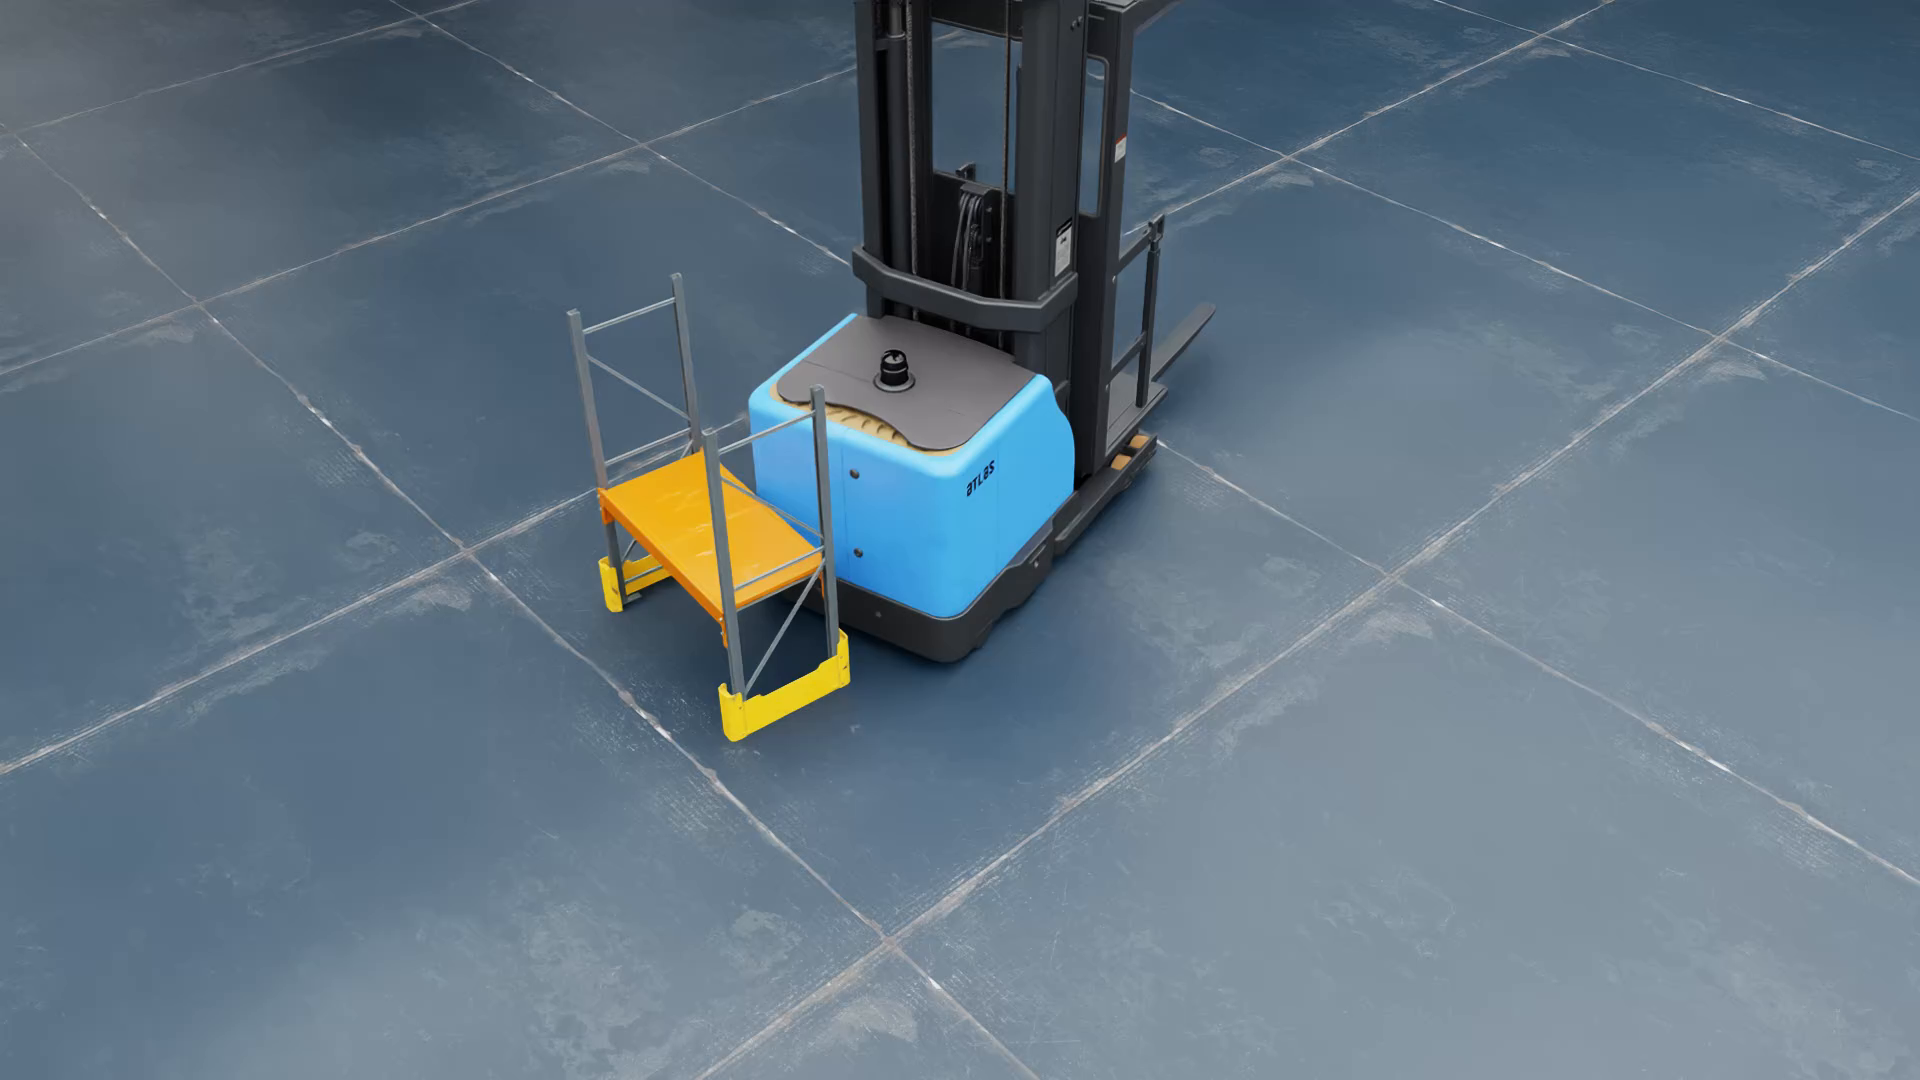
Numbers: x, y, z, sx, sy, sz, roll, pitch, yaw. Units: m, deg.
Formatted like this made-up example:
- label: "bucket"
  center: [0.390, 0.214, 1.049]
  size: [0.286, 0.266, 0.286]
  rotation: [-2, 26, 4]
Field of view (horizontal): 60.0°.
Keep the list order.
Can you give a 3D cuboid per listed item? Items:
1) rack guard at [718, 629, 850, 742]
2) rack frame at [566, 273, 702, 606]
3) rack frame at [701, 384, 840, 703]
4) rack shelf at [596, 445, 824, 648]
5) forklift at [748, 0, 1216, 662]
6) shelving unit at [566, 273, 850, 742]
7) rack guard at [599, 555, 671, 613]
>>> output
- label: "rack guard"
  center: [-0.713, 0.592, 6.818]
  size: [0.587, 0.250, 0.087]
  rotation: [-26, 46, -28]
- label: "rack frame"
  center: [-1.323, -0.390, 7.039]
  size: [0.500, 1.500, 0.032]
  rotation: [-26, 46, -28]
- label: "rack frame"
  center: [-0.701, 0.116, 6.413]
  size: [0.500, 1.500, 0.032]
  rotation: [-26, 46, -28]
- label: "rack shelf"
  center: [-1.012, 0.003, 6.839]
  size: [0.538, 0.185, 1.000]
  rotation: [-26, 46, -28]
- label: "forklift"
  center: [0.311, -1.528, 7.309]
  size: [1.130, 2.935, 3.031]
  rotation: [21, 43, 24]
- label: "shelving unit"
  center: [-1.018, -0.142, 6.732]
  size: [0.587, 1.500, 1.083]
  rotation: [-26, 46, -28]
- label: "rack guard"
  center: [-1.322, 0.097, 7.431]
  size: [0.587, 0.250, 0.087]
  rotation: [-26, 46, -28]
